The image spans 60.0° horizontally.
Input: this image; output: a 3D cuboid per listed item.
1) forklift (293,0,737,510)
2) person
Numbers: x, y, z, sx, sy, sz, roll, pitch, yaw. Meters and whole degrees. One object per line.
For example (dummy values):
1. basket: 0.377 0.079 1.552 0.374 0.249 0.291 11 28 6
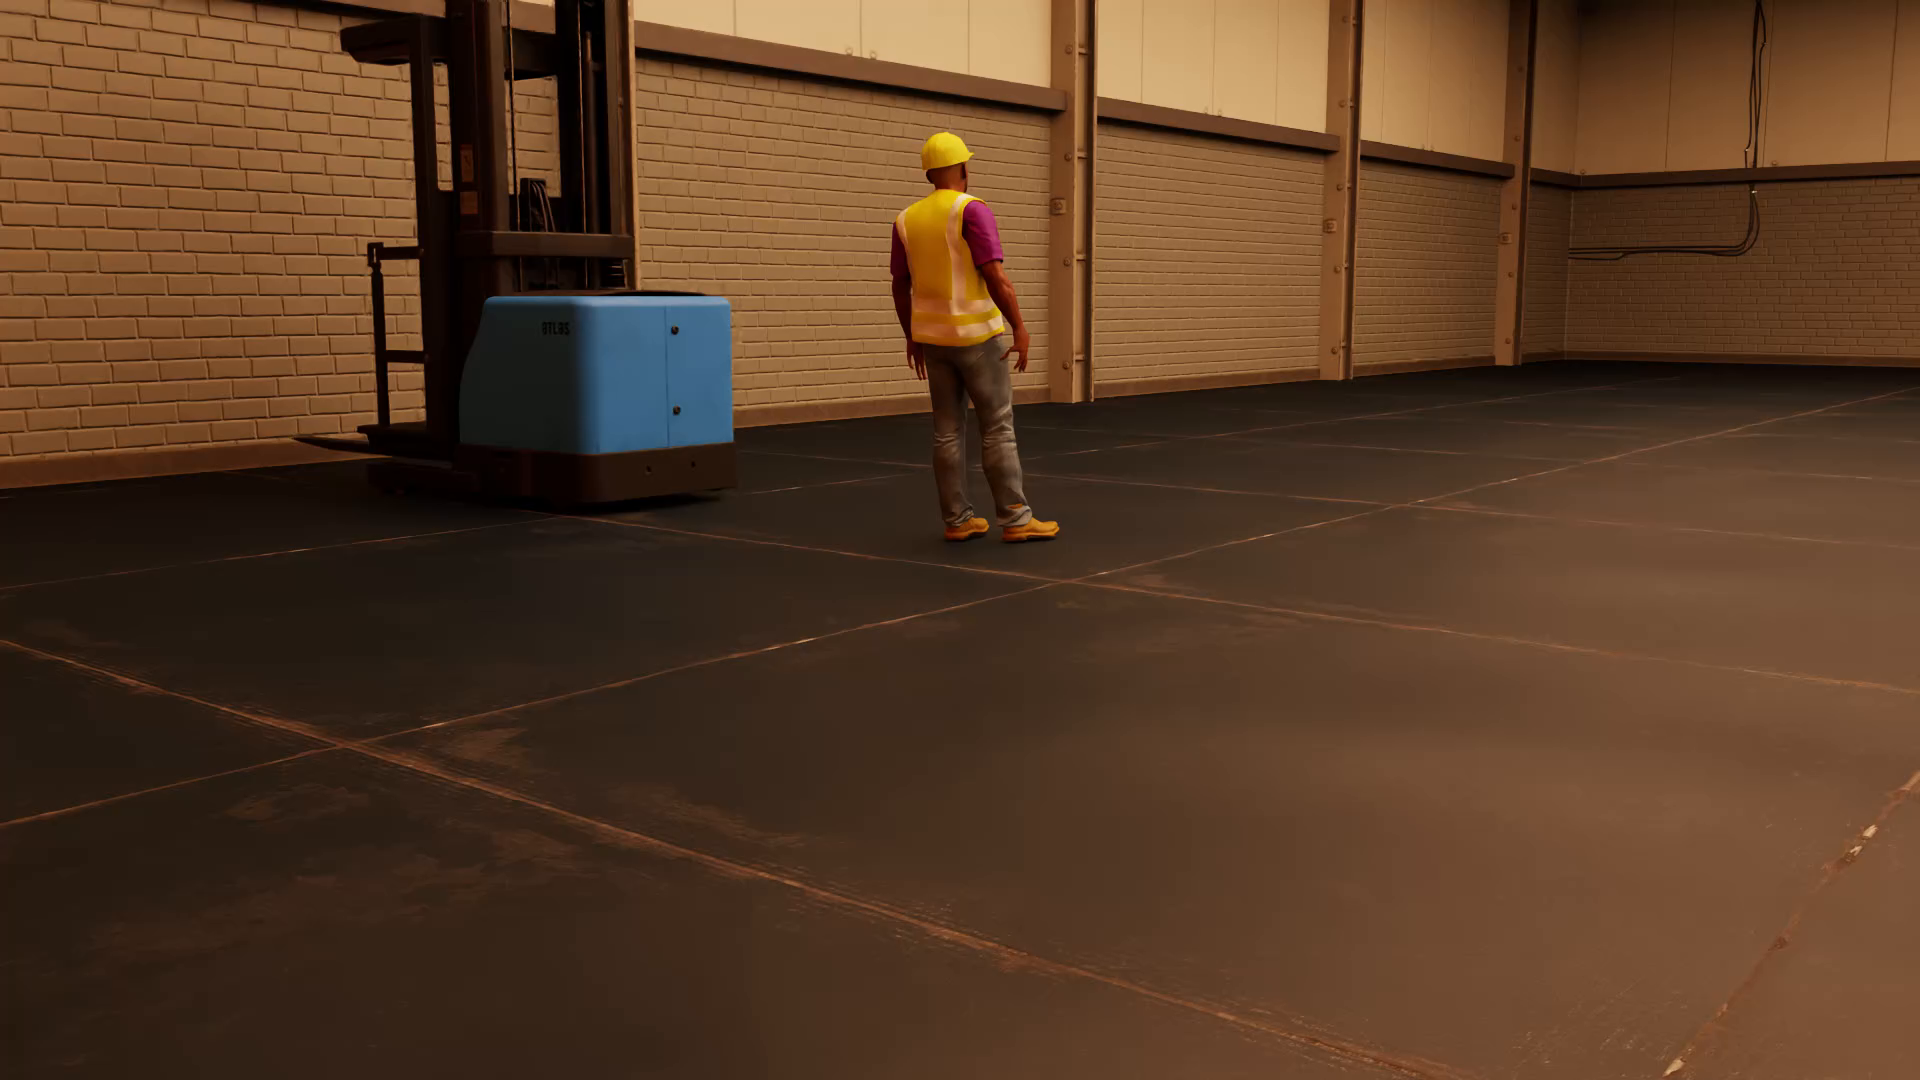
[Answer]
1. forklift: -2.658 -1.748 9.229 3.031 2.935 1.130 7 11 38
2. person: -0.001 -0.909 7.261 0.666 1.706 0.420 7 11 38
